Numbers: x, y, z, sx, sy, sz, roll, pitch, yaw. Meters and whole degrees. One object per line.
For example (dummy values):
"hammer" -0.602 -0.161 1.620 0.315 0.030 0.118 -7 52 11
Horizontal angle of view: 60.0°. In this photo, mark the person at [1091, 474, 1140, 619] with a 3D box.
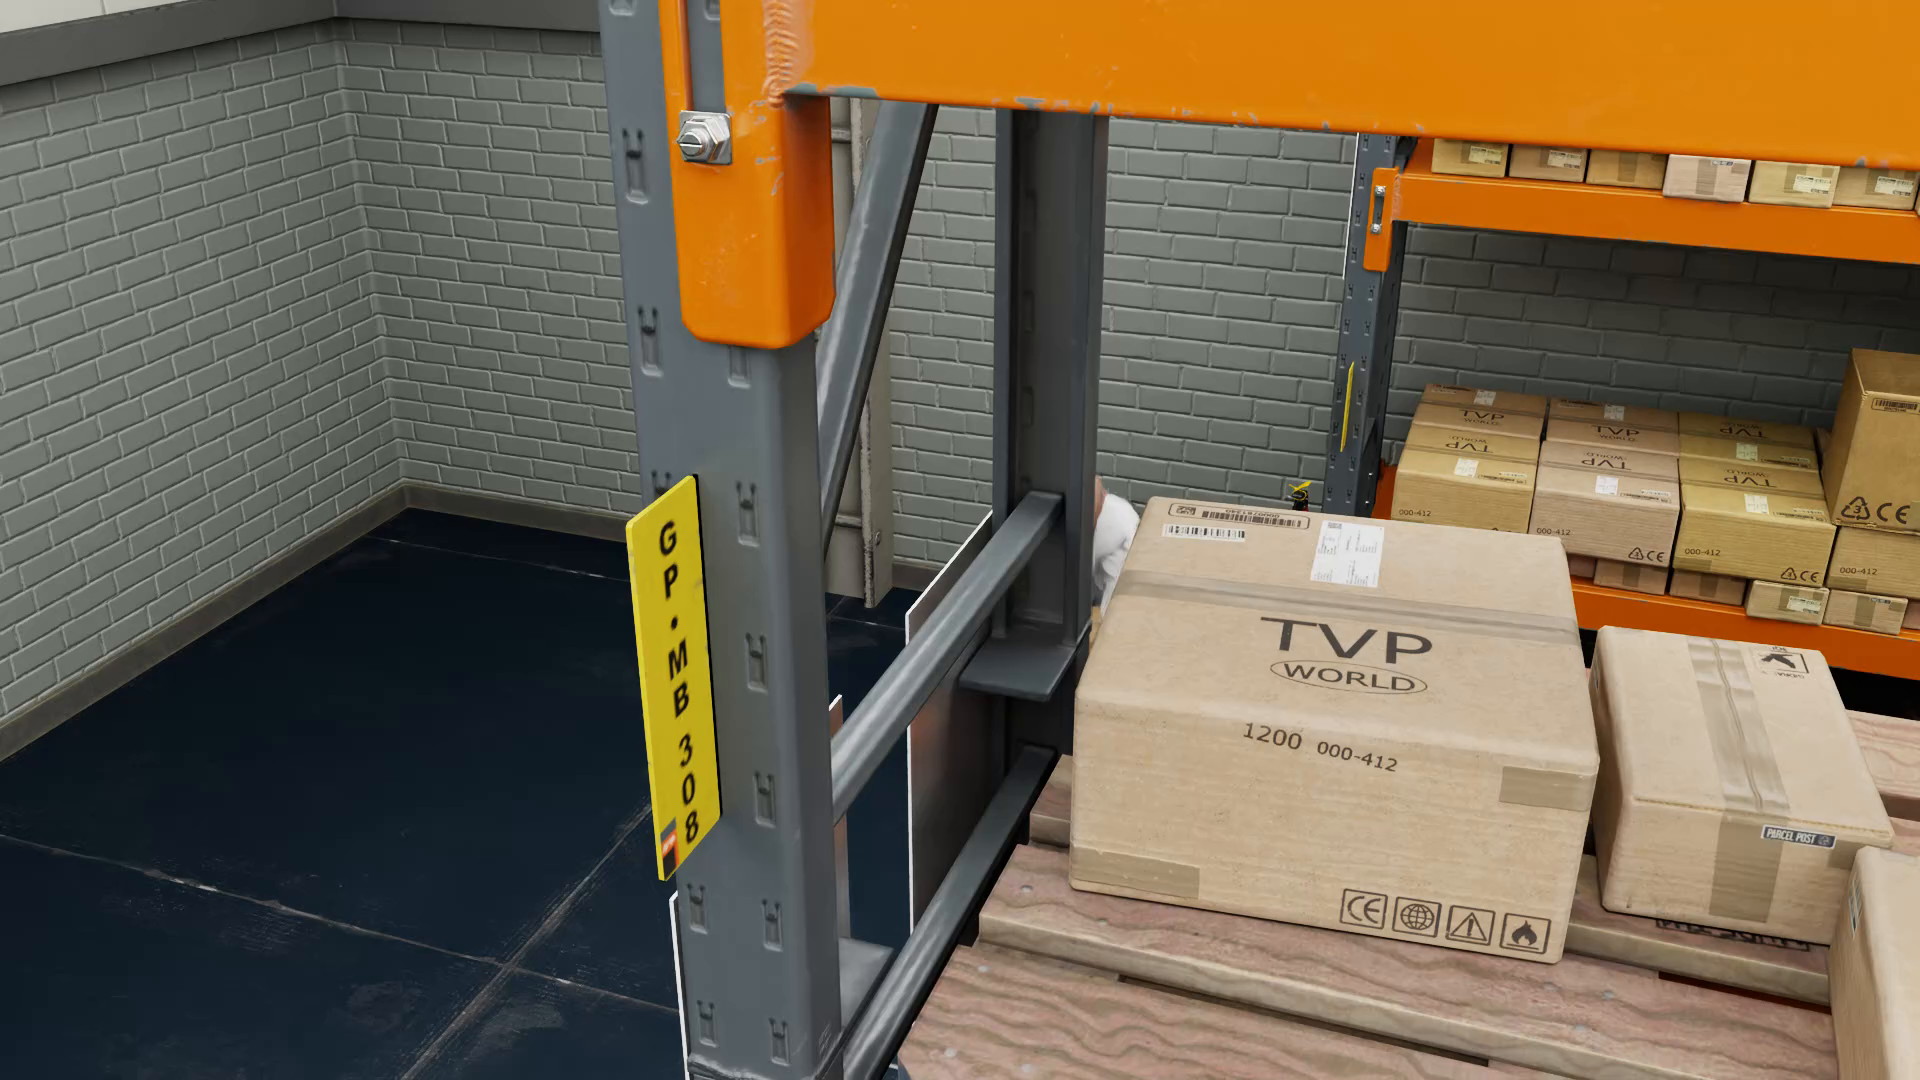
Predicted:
"person" 0.514 0.339 7.118 0.546 1.608 0.715 5 26 11
